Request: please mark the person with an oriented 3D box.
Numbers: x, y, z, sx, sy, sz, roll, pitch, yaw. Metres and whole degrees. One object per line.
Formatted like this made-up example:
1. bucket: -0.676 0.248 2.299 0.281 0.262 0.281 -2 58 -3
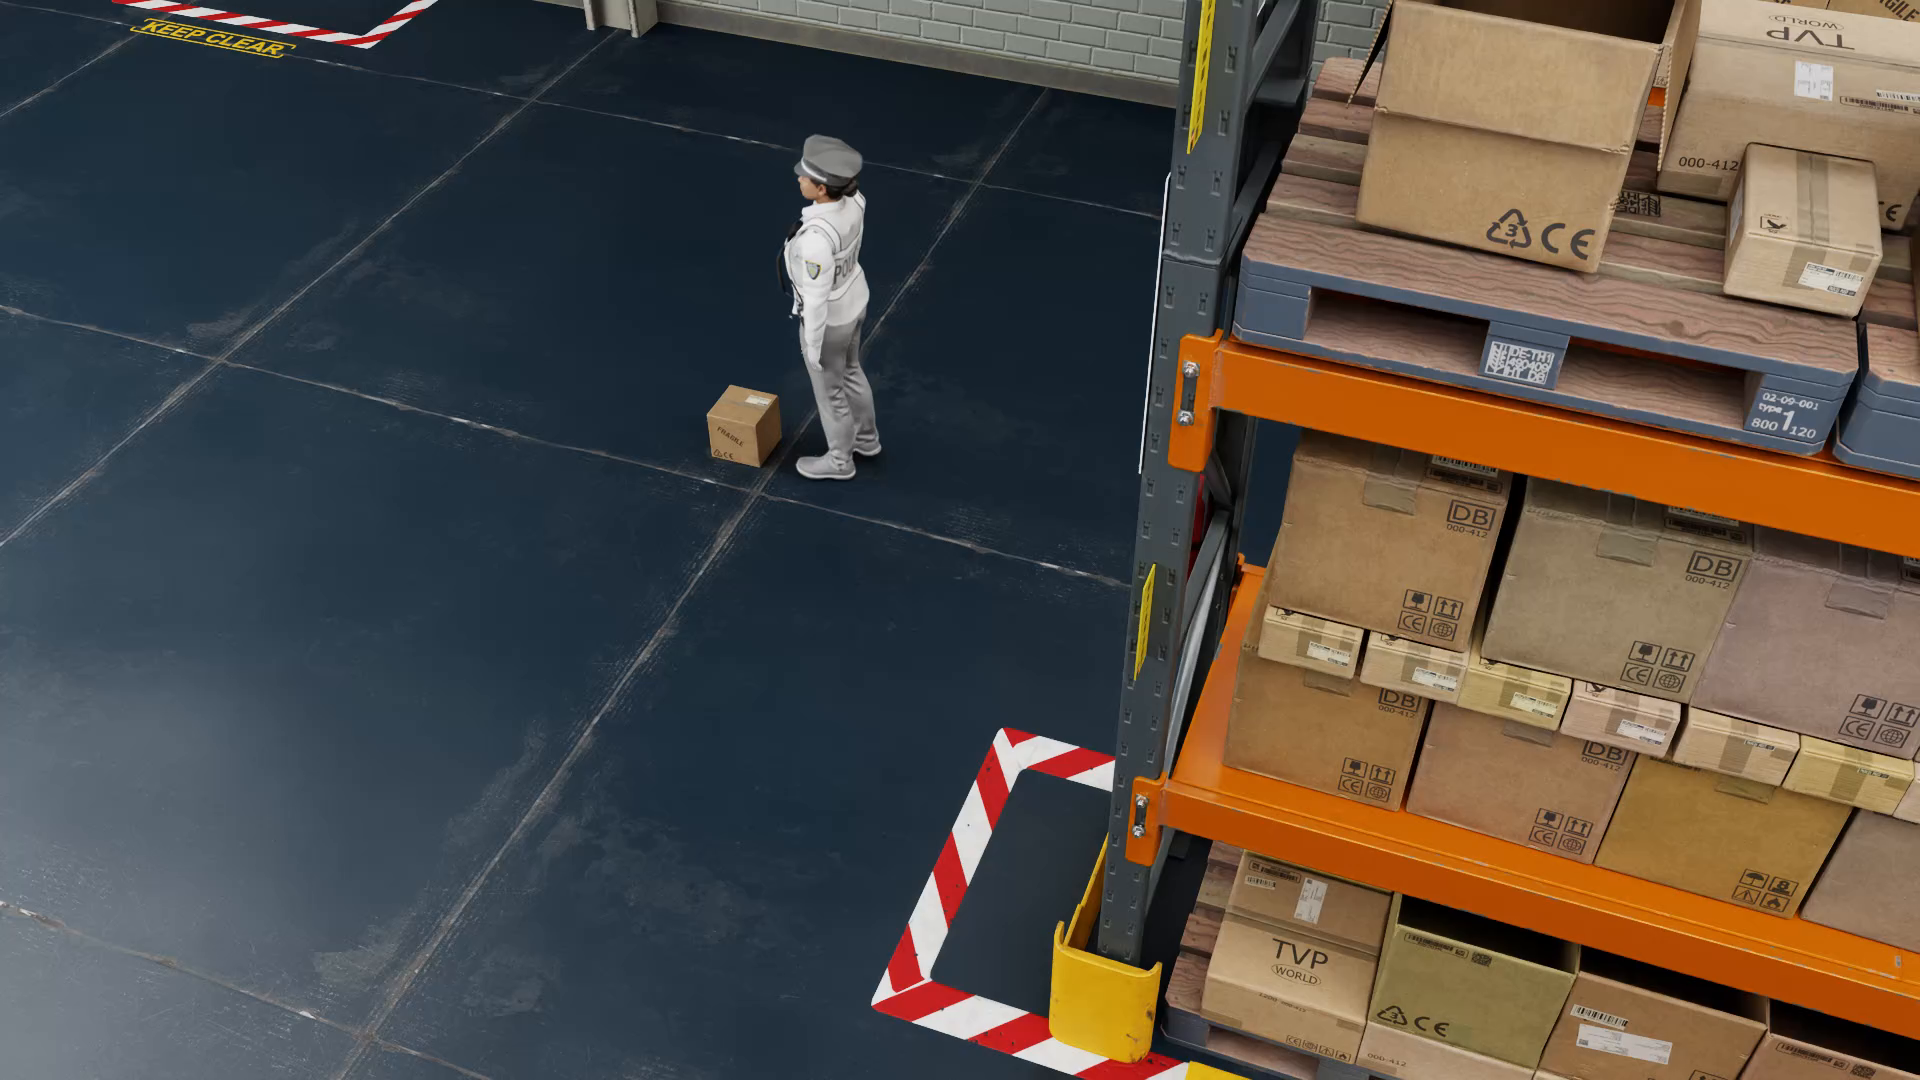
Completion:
1. person: -0.565 -0.967 7.215 0.363 1.719 0.511 14 44 15
